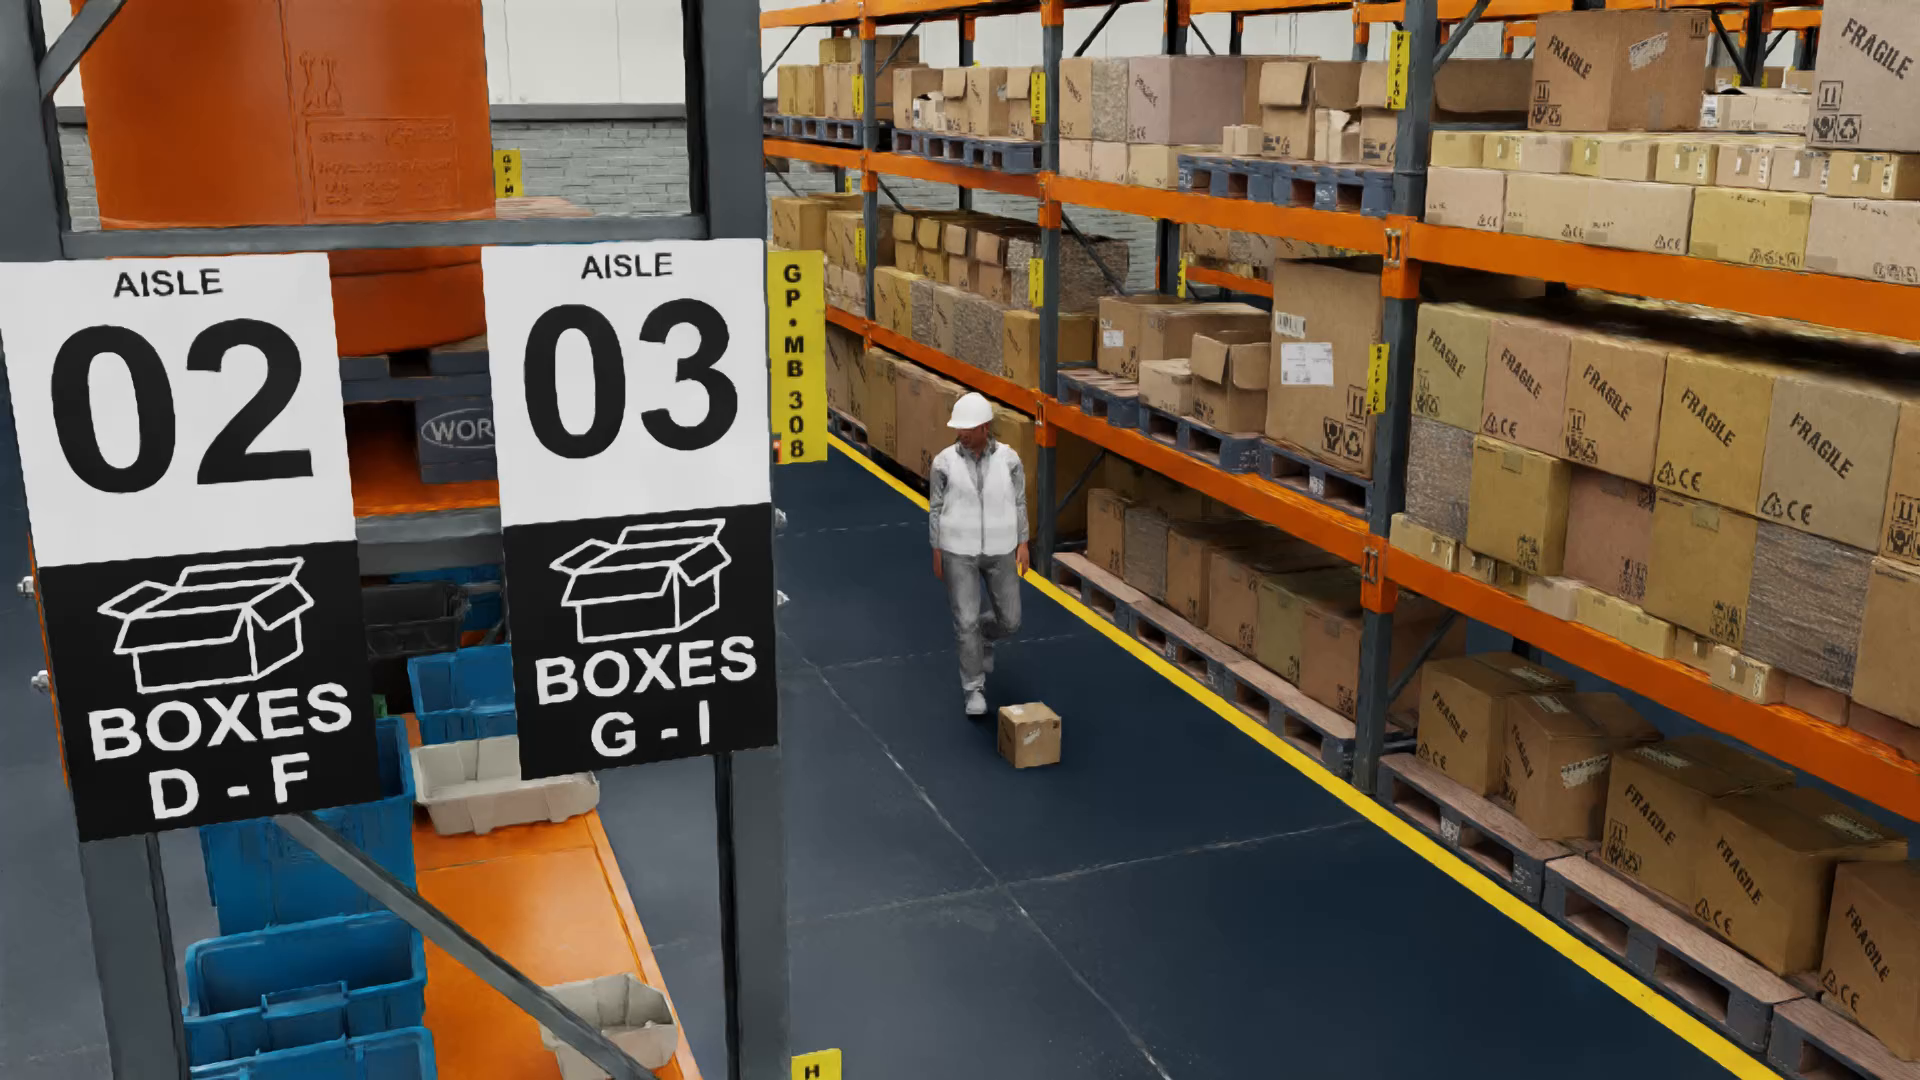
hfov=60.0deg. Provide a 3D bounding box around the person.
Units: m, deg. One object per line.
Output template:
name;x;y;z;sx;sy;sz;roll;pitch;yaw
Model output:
person;0.112;0.041;9.294;0.567;1.762;0.758;-2;16;-9
